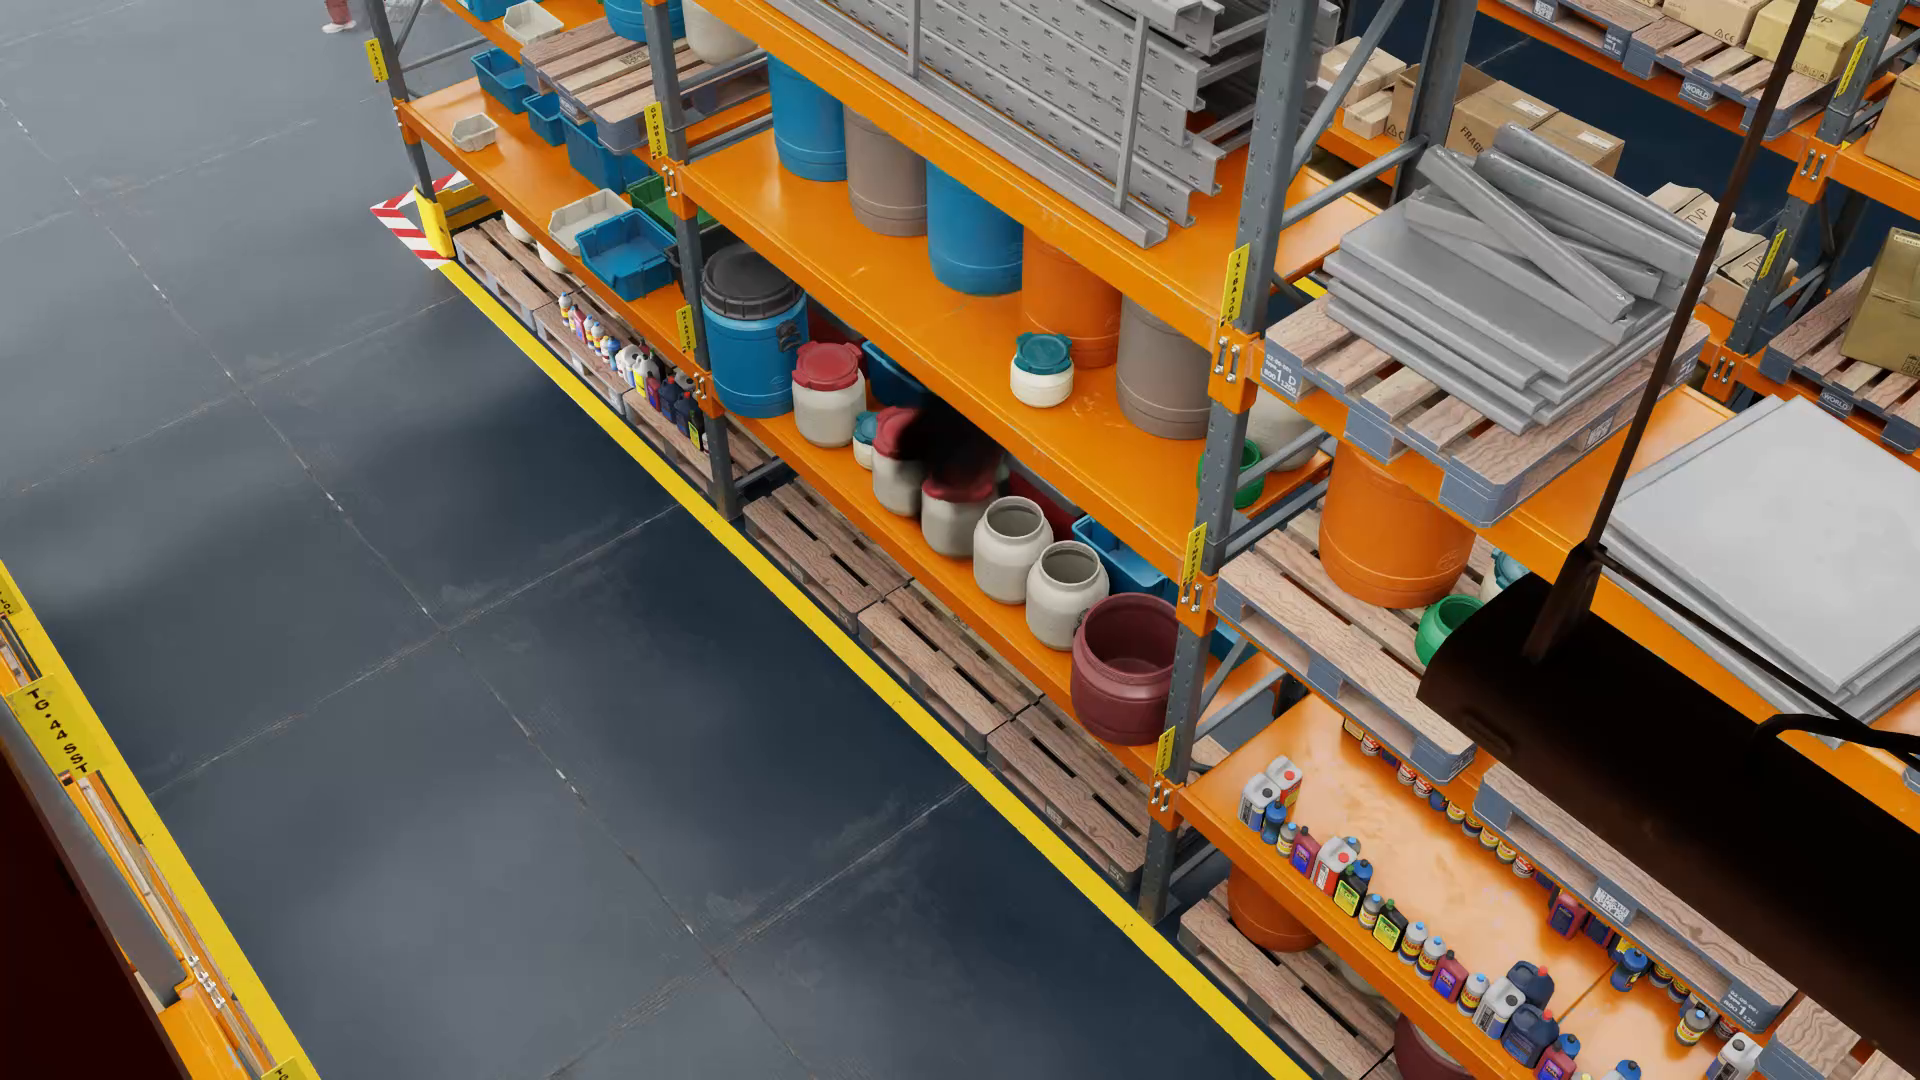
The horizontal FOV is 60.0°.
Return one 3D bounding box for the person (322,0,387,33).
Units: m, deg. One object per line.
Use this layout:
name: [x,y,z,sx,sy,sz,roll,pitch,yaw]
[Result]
person: [-5.582,-5.345,14.943,0.726,1.652,0.584,-9,47,-8]
